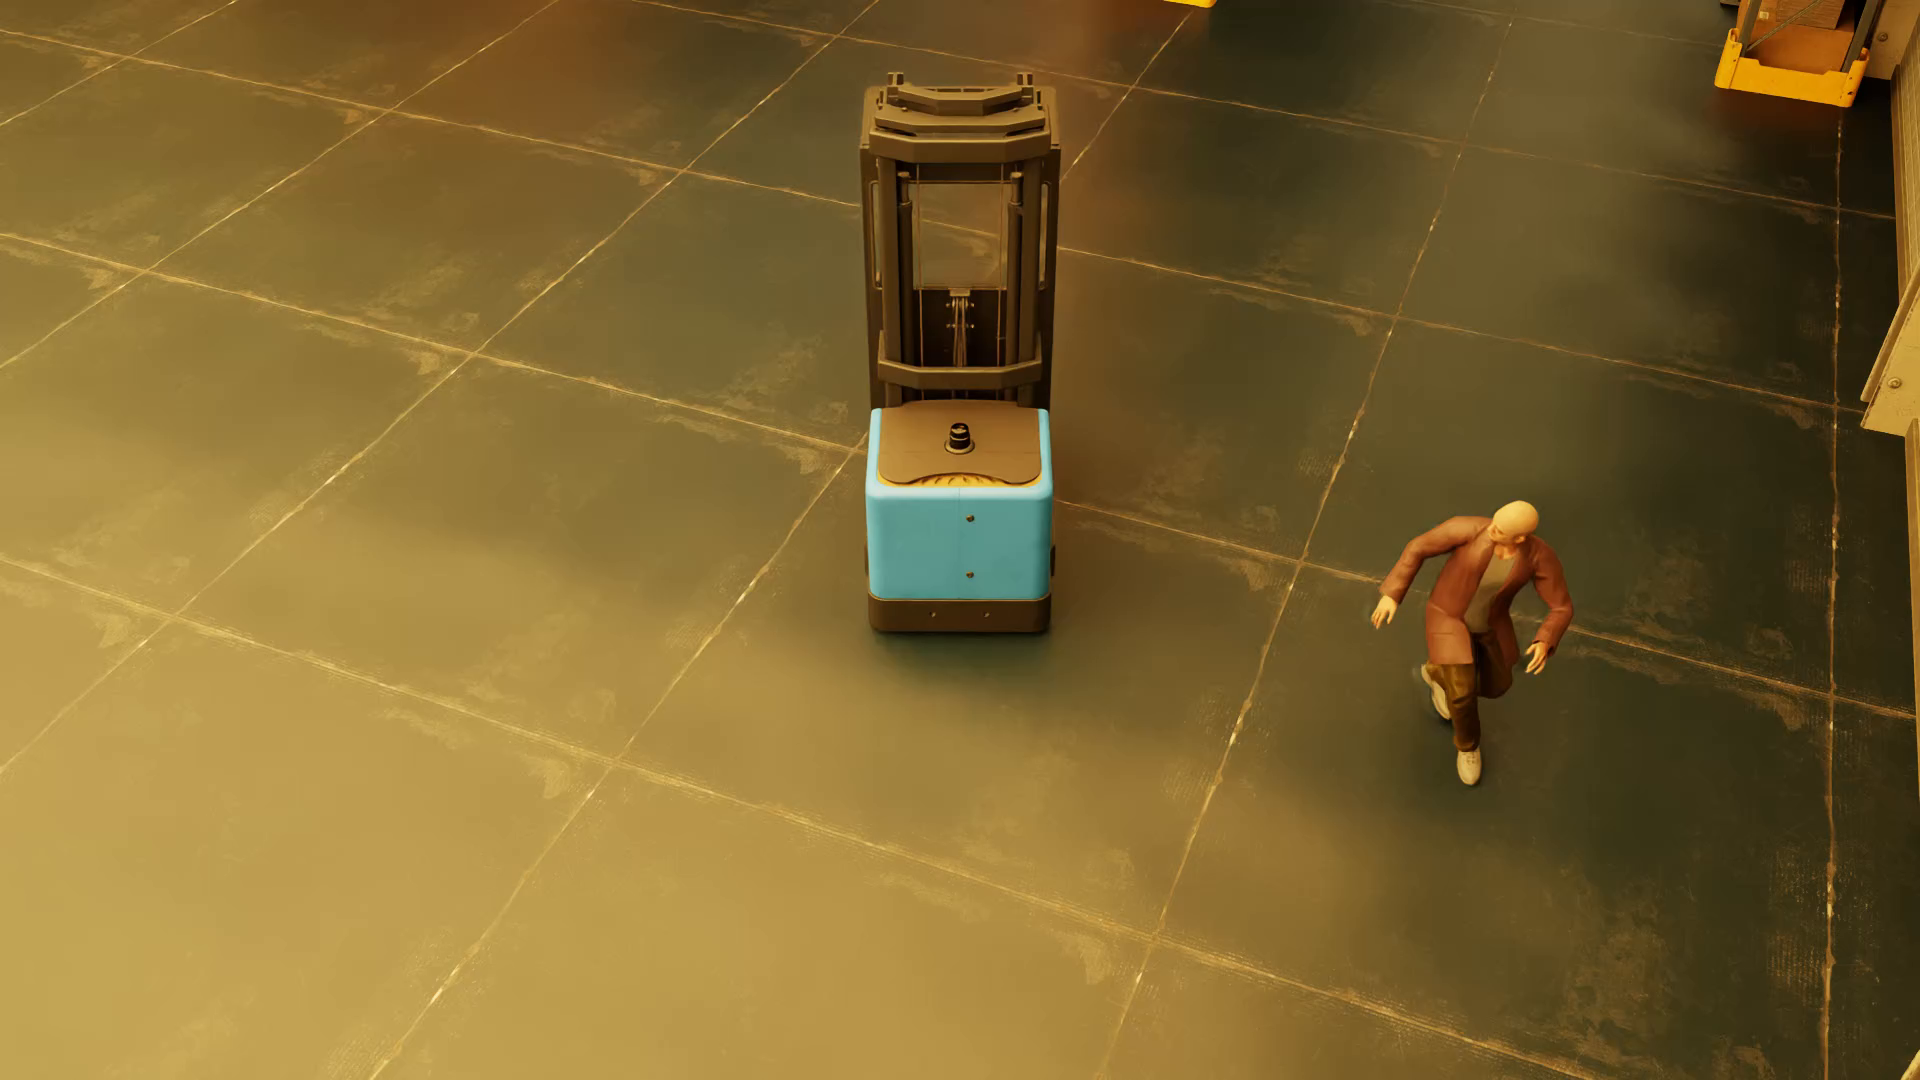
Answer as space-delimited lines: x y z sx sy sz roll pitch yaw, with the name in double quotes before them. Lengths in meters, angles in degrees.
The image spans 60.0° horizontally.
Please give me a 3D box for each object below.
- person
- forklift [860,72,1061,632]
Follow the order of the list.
"person" 2.576 0.471 8.460 0.926 1.647 0.911 -1 40 -1
"forklift" 0.002 -1.515 9.816 1.130 2.935 3.031 0 40 0
